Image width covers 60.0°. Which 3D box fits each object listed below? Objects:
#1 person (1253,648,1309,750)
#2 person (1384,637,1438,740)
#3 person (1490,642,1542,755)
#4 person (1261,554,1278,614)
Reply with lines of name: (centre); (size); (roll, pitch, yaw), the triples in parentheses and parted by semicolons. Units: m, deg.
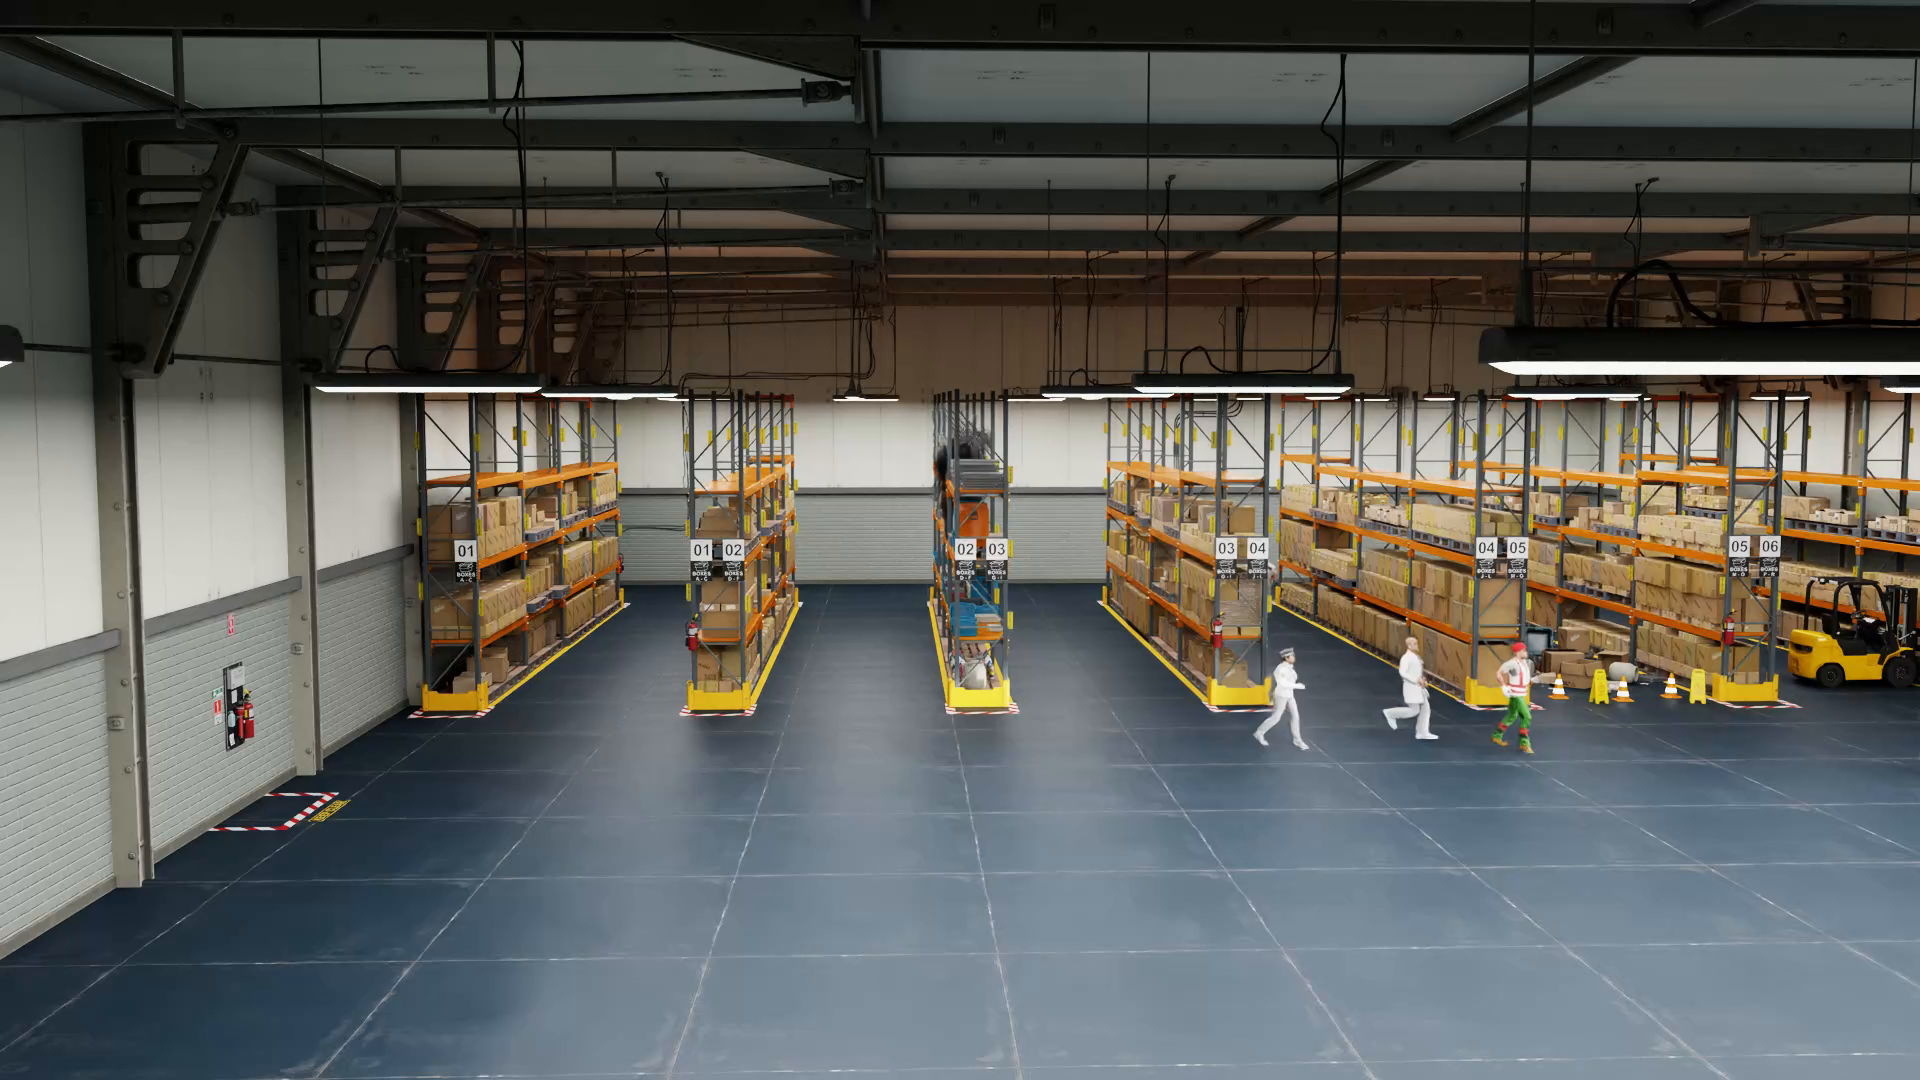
person: (5.345, 2.619, 27.610); (0.911, 1.703, 0.572); (3, 5, 28)
person: (7.763, 2.578, 28.528); (0.920, 1.660, 0.725); (3, 6, 34)
person: (9.177, 2.597, 27.454); (0.810, 1.841, 0.638); (3, 6, 34)
person: (8.139, 1.234, 44.302); (0.651, 1.795, 0.876); (0, 5, 4)
